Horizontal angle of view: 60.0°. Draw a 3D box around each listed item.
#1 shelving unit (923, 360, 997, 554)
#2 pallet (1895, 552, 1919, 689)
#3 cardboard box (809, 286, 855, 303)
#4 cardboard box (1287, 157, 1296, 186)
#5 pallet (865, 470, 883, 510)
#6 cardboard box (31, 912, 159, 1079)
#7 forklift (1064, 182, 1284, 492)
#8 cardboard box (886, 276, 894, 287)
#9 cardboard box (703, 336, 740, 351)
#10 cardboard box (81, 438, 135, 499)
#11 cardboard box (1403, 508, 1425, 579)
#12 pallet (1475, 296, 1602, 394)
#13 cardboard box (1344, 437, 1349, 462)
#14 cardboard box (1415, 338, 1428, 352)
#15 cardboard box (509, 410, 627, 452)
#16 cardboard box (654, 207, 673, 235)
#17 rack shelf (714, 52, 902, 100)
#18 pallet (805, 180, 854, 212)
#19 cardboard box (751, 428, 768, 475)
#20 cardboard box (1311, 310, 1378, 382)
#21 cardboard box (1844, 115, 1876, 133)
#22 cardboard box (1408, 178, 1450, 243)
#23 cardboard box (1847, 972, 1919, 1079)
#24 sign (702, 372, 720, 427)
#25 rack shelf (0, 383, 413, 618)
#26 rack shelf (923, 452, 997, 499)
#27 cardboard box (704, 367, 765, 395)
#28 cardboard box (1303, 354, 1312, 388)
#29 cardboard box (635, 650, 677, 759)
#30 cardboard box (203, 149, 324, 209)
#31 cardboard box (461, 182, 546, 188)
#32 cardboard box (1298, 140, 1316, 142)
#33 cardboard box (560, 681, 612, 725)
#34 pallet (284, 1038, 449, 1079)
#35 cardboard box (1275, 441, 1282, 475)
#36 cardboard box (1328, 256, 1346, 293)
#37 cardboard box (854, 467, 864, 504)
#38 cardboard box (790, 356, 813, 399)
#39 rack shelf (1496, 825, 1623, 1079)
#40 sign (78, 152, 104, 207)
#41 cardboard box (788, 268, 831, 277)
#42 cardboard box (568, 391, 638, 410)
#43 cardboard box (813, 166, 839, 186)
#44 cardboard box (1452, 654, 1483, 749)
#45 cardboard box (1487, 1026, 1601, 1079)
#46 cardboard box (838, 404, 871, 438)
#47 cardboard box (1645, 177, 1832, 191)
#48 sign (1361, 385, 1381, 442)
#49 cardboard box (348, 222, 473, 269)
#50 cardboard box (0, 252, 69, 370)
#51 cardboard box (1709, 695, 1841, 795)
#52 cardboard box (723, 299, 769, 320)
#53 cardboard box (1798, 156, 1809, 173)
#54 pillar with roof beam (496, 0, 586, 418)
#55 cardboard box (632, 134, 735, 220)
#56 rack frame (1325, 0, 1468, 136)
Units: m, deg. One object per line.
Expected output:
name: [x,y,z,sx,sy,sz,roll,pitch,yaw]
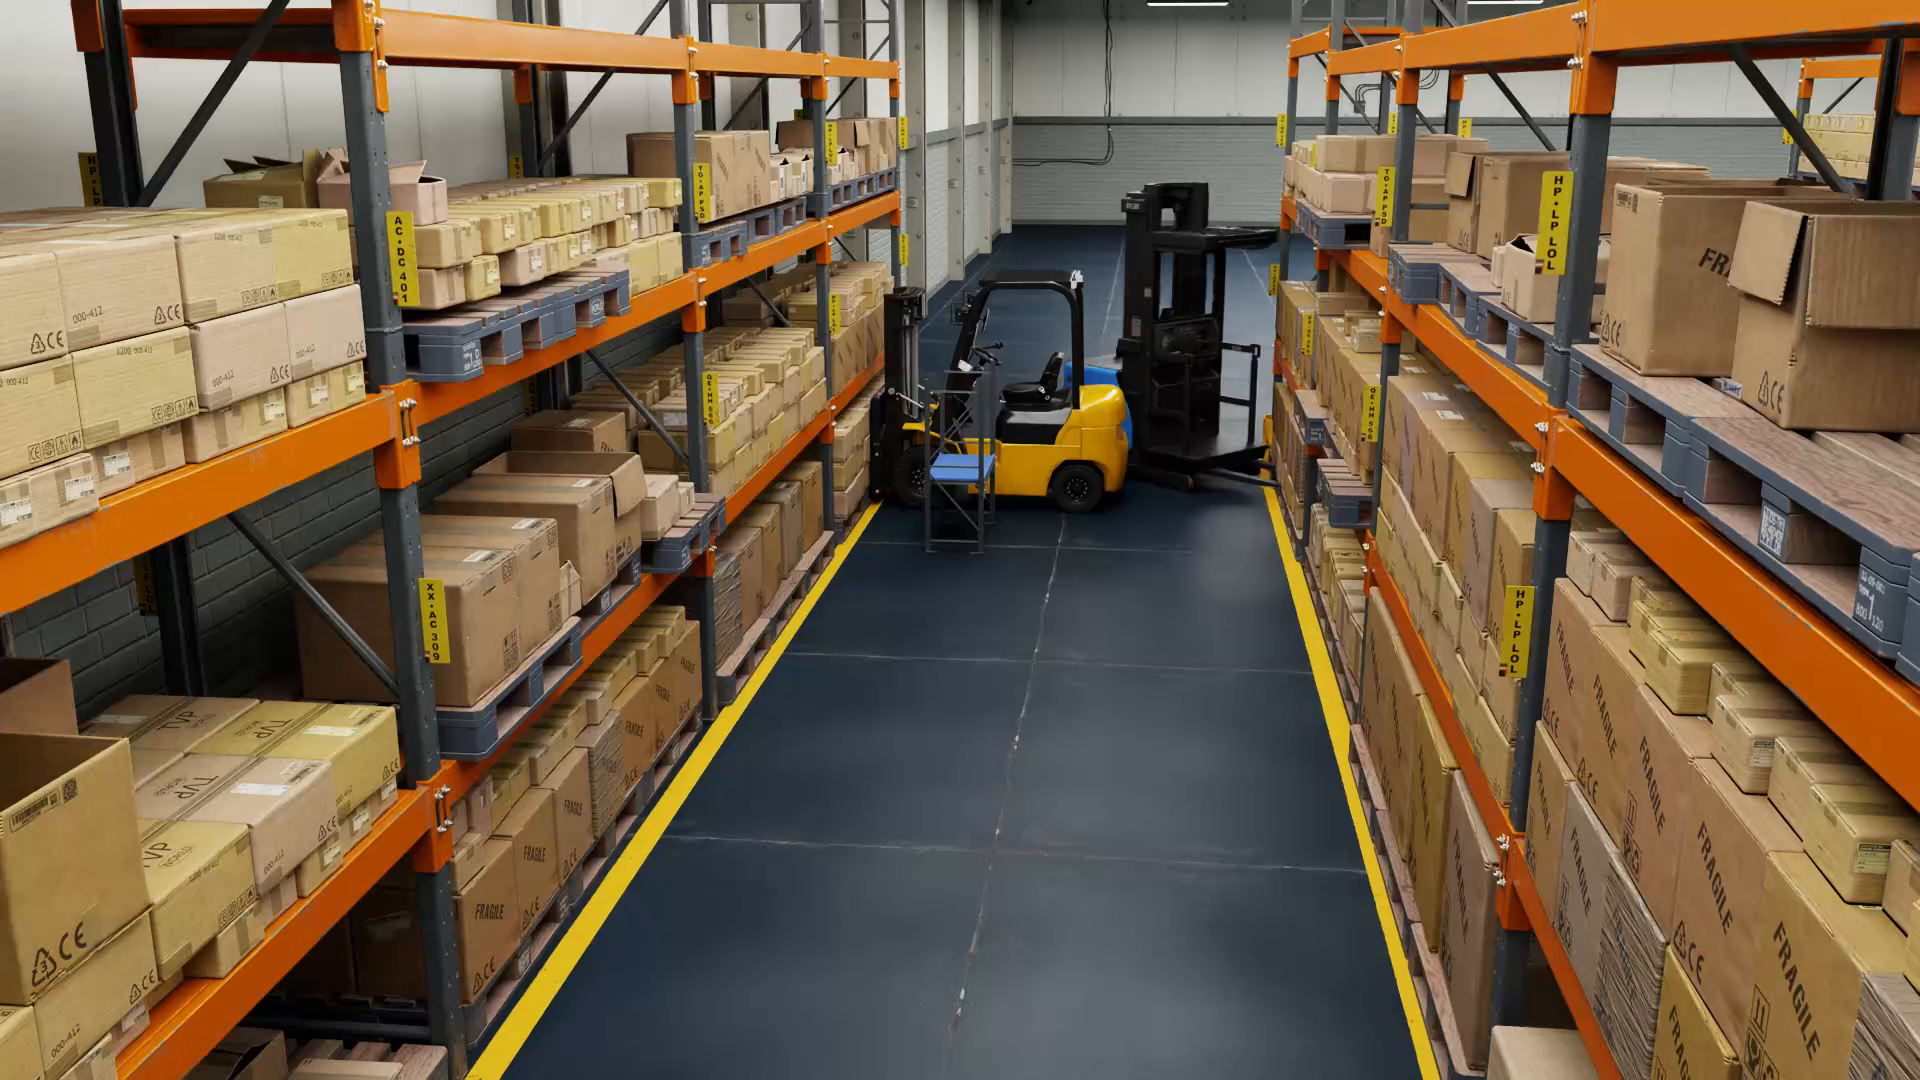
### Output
shelving unit: [0.010,-0.746,14.548,0.538,1.500,1.048,2,15,6]
pallet: [2.068,0.289,2.271,1.003,0.211,1.213,2,15,6]
cardboard box: [-1.160,-2.219,15.116,0.380,0.149,0.250,1,15,5]
cardboard box: [3.412,-3.529,15.939,0.500,0.250,0.500,1,15,5]
pallet: [-1.317,-0.547,16.281,1.003,0.211,1.213,2,15,6]
cardboard box: [-2.472,1.165,4.325,0.500,0.250,0.500,1,15,5]
forklift: [2.421,-2.037,16.579,1.130,2.935,3.031,-13,20,-39]
cardboard box: [-0.893,-2.672,17.361,0.380,0.149,0.250,2,15,7]
cardboard box: [-1.948,-1.515,13.083,0.380,0.149,0.250,2,15,6]
cardboard box: [-2.417,-0.190,4.355,0.380,0.149,0.250,2,15,7]
cardboard box: [2.467,0.030,8.135,0.500,0.250,0.500,2,15,6]
pallet: [2.500,-0.746,6.293,0.805,0.209,1.217,1,15,4]
cardboard box: [2.679,-0.565,10.682,0.380,0.149,0.250,1,15,4]
cardboard box: [3.347,-1.096,11.401,0.500,0.500,0.500,1,15,4]
cardboard box: [-2.249,-0.456,9.604,0.500,0.500,0.500,2,15,9]
cardboard box: [-1.836,-1.803,9.359,0.380,0.149,0.250,2,15,7]
rack shelf: [-1.358,-4.245,15.267,1.077,0.370,4.000,2,15,6]
pallet: [-1.513,-2.998,14.426,1.003,0.211,1.213,2,15,6]
cardboard box: [-1.630,-0.633,11.544,0.500,0.250,0.500,1,15,4]
cardboard box: [3.011,-1.507,12.923,0.500,0.500,0.500,2,15,8]
cardboard box: [8.260,-3.765,15.052,0.380,0.149,0.250,1,15,5]
cardboard box: [3.014,-1.930,10.115,0.700,0.500,0.500,2,15,6]
cardboard box: [1.842,1.087,2.788,0.500,0.500,0.500,2,15,6]
sign: [-1.495,-0.841,9.958,0.100,0.325,0.005,2,15,6]
rack shelf: [-2.712,0.122,4.096,1.077,0.370,4.000,2,15,6]
rack shelf: [0.010,-0.572,14.595,0.538,0.185,1.000,2,15,6]
cardboard box: [-1.571,-1.104,11.564,0.380,0.149,0.250,2,15,7]
cardboard box: [3.152,-1.540,13.850,0.500,0.500,0.500,1,15,5]
cardboard box: [-1.936,0.916,9.512,0.500,0.500,0.500,1,15,5]
cardboard box: [-2.520,-1.299,6.094,0.396,0.266,0.258,1,15,5]
cardboard box: [-2.436,-1.829,8.887,0.380,0.149,0.250,2,15,6]
cardboard box: [3.557,-3.889,16.504,0.380,0.149,0.250,2,15,6]
cardboard box: [-2.017,0.836,8.566,0.380,0.149,0.250,1,15,4]
pallet: [-2.565,2.228,6.018,1.003,0.211,1.213,2,15,6]
cardboard box: [3.369,-0.805,16.357,0.500,0.250,0.500,2,15,8]
cardboard box: [3.745,-2.407,15.141,0.700,0.500,0.500,2,15,6]
cardboard box: [-1.158,-0.494,15.206,0.500,0.250,0.500,1,15,5]
cardboard box: [-1.436,-1.271,12.947,0.500,0.250,0.500,1,15,5]
rack shelf: [2.220,1.715,3.951,1.077,0.370,4.000,2,15,6]
sign: [-3.038,-1.199,5.859,0.100,0.325,0.005,2,15,6]
cardboard box: [-1.504,-2.633,16.649,0.380,0.149,0.250,2,15,7]
cardboard box: [-2.281,-0.856,10.648,0.380,0.149,0.250,2,15,8]
cardboard box: [-1.232,-3.056,13.956,0.380,0.149,0.250,2,15,7]
cardboard box: [2.305,0.666,6.741,0.500,0.250,0.500,1,15,5]
cardboard box: [2.268,2.043,5.464,0.875,0.438,0.875,1,15,5]
cardboard box: [-1.105,-1.107,15.557,0.500,0.250,0.500,2,15,8]
cardboard box: [2.833,-1.070,6.129,0.500,0.500,0.500,1,15,5]
sign: [2.357,-0.723,9.521,0.100,0.325,0.005,2,15,6]
cardboard box: [-2.017,-1.082,6.086,0.380,0.149,0.250,2,15,8]
cardboard box: [-2.472,-0.521,3.857,0.500,0.250,0.500,2,15,8]
cardboard box: [1.962,0.474,3.814,0.380,0.149,0.250,2,15,6]
cardboard box: [-1.848,-1.968,14.188,0.380,0.149,0.250,2,15,6]
cardboard box: [8.372,-3.642,16.122,0.380,0.149,0.250,2,15,7]
pillar with roof beam: [1.494,-3.467,10.246,9.100,9.000,0.400,2,15,6]
cardboard box: [-1.711,-2.261,10.345,0.500,0.500,0.500,2,15,7]
rack frame: [3.349,-4.122,12.665,1.000,3.000,0.127,2,15,6]
